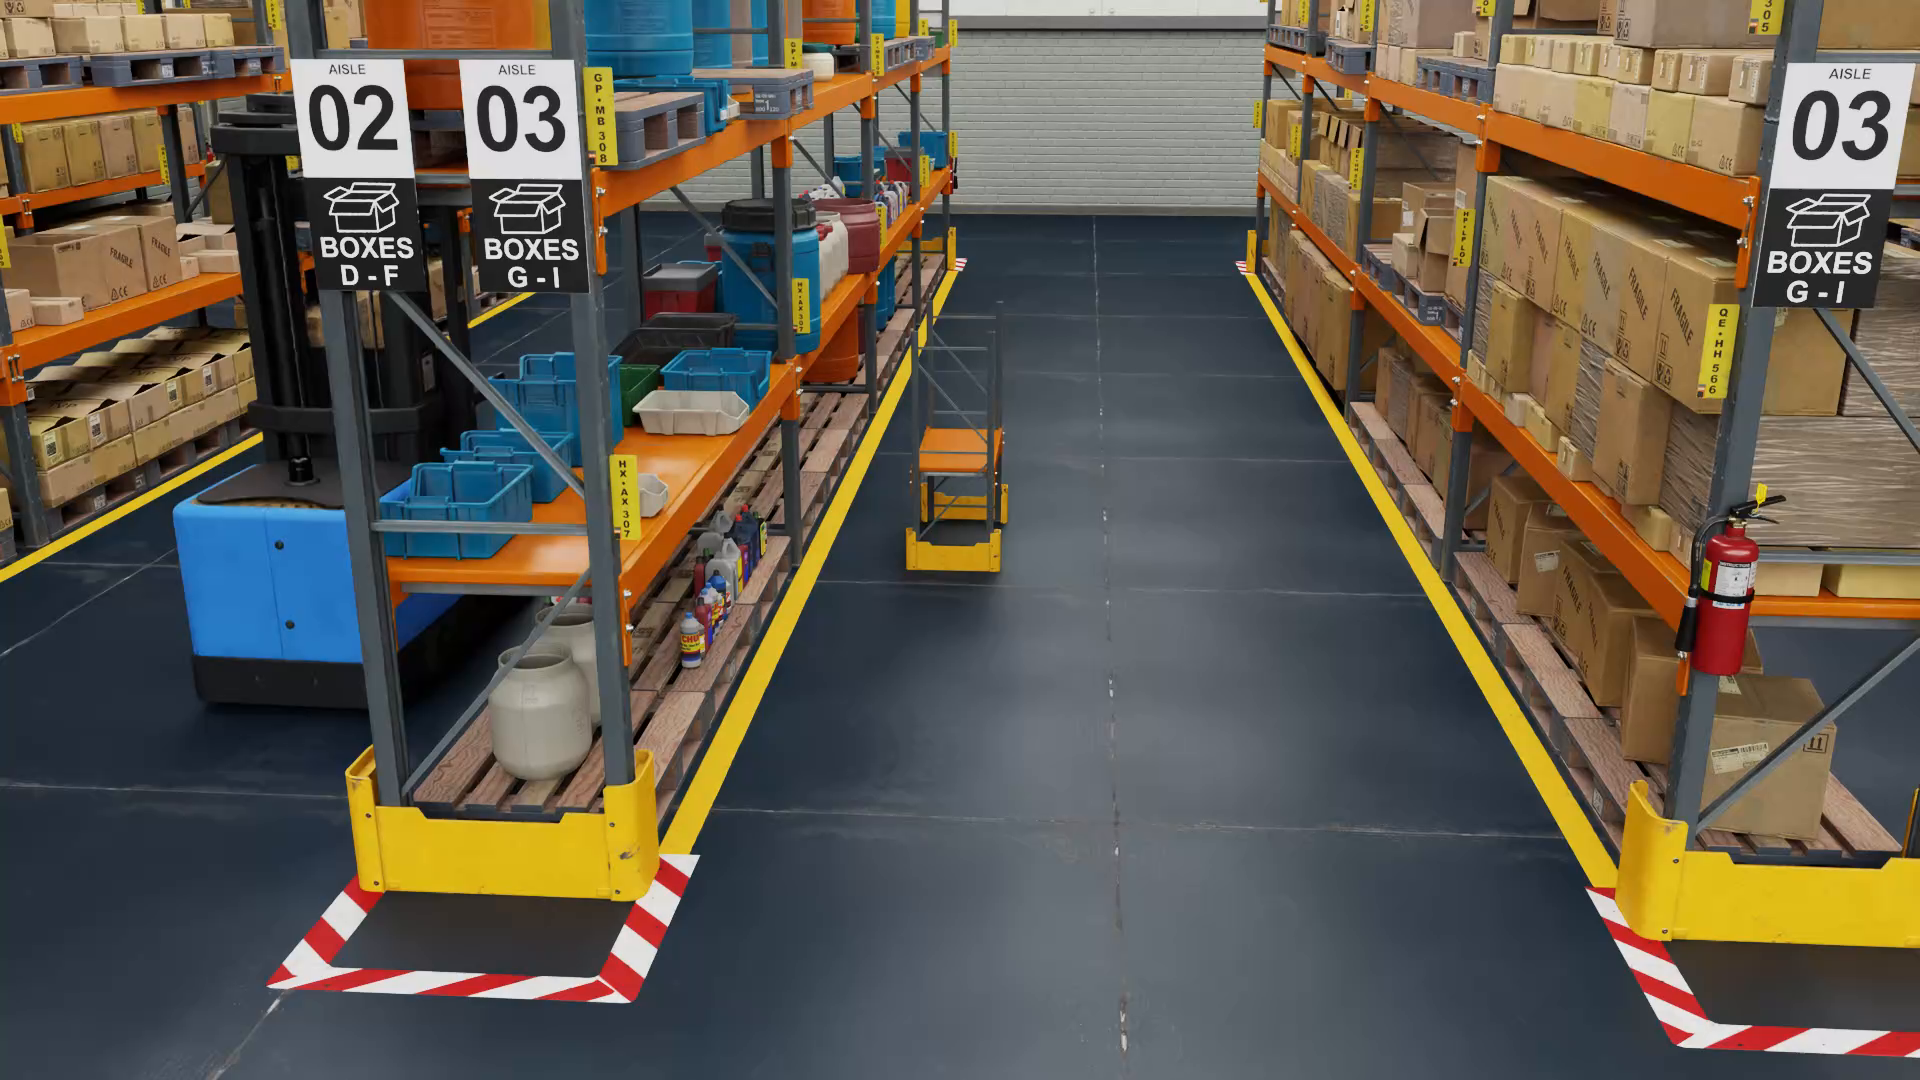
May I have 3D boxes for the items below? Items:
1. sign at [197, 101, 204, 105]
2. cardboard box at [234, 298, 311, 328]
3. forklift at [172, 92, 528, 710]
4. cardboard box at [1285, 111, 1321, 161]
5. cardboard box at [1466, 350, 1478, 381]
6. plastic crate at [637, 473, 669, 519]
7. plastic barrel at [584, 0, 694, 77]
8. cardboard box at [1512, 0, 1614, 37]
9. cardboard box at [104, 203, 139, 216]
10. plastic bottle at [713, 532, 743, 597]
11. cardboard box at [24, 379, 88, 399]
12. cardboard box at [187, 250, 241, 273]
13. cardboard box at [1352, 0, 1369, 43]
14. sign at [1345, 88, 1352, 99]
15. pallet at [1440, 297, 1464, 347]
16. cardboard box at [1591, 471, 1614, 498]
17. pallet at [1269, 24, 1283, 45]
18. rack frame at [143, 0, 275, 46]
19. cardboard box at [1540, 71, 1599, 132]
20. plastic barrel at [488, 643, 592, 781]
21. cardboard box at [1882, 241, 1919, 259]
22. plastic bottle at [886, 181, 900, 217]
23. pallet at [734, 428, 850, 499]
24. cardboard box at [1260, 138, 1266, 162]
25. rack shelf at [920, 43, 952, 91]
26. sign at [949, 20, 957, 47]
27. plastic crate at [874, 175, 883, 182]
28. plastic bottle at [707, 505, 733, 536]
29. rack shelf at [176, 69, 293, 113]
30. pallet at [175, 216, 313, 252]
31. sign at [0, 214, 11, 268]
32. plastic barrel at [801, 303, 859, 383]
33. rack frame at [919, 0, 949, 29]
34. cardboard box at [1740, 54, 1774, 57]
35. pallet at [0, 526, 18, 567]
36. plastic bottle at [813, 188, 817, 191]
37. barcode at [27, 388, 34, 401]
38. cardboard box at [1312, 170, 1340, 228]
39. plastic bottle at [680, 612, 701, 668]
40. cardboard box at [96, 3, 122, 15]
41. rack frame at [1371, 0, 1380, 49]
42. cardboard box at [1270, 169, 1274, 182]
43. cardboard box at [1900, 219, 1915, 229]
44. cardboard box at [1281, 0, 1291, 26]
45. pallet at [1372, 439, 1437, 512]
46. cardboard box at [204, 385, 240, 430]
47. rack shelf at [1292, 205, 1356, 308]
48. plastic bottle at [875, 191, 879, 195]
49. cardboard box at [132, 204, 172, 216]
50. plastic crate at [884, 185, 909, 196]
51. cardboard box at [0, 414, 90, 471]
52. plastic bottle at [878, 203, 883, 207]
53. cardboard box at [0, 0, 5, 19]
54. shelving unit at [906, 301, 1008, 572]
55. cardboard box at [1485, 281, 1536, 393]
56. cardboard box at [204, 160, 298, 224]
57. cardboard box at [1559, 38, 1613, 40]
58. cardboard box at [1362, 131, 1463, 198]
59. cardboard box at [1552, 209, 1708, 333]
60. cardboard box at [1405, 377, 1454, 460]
[{"bbox_3d":[-9.978,-5.876,21.797,0.100,0.325,0.005,1,18,4],"label":"sign"},{"bbox_3d":[-6.318,-1.952,15.371,0.500,0.500,0.500,2,18,6],"label":"cardboard box"},{"bbox_3d":[-3.137,-0.975,9.193,1.130,2.935,3.031,2,18,6],"label":"forklift"},{"bbox_3d":[3.823,-4.386,18.049,0.500,0.500,0.500,1,18,4],"label":"cardboard box"},{"bbox_3d":[3.128,-0.991,9.534,0.380,0.149,0.250,1,18,4],"label":"cardboard box"},{"bbox_3d":[-1.399,-0.184,7.091,0.298,0.136,0.250,1,18,4],"label":"plastic crate"},{"bbox_3d":[-1.675,-2.838,8.469,0.600,0.901,0.708,1,18,4],"label":"plastic barrel"},{"bbox_3d":[3.576,-2.988,9.568,0.797,0.503,0.637,0,18,1],"label":"cardboard box"},{"bbox_3d":[-10.695,-4.215,21.269,0.380,0.149,0.250,1,18,4],"label":"cardboard box"},{"bbox_3d":[-1.292,0.135,9.241,0.144,0.351,0.185,1,18,4],"label":"plastic bottle"},{"bbox_3d":[-6.625,-1.001,12.002,0.500,0.311,0.500,1,18,4],"label":"cardboard box"},{"bbox_3d":[-5.939,-2.230,13.316,0.380,0.149,0.250,1,18,4],"label":"cardboard box"},{"bbox_3d":[3.676,-4.546,14.328,0.500,0.500,0.500,2,18,7],"label":"cardboard box"},{"bbox_3d":[4.844,-5.544,20.785,0.100,0.325,0.005,1,18,4],"label":"sign"},{"bbox_3d":[3.643,-1.313,10.422,1.003,0.211,1.213,1,18,4],"label":"pallet"},{"bbox_3d":[3.044,-0.291,7.396,0.380,0.149,0.250,1,18,4],"label":"cardboard box"},{"bbox_3d":[4.261,-6.050,19.895,1.003,0.211,1.213,1,18,4],"label":"pallet"},{"bbox_3d":[-6.150,-5.486,13.214,1.000,3.000,0.127,1,18,4],"label":"rack frame"},{"bbox_3d":[3.077,-2.072,7.853,0.500,0.250,0.500,1,18,2],"label":"cardboard box"},{"bbox_3d":[-1.813,0.738,7.175,0.421,0.512,0.421,0,18,0],"label":"plastic barrel"},{"bbox_3d":[3.511,-0.912,6.645,0.500,0.500,0.500,1,18,4],"label":"cardboard box"},{"bbox_3d":[-0.676,-3.392,16.537,0.144,0.351,0.185,1,18,4],"label":"plastic bottle"},{"bbox_3d":[-1.394,-0.581,12.356,1.003,0.211,1.213,1,18,4],"label":"pallet"},{"bbox_3d":[4.000,-4.824,20.592,0.500,0.250,0.500,1,18,2],"label":"cardboard box"},{"bbox_3d":[-0.780,-5.470,19.139,1.077,0.370,4.000,1,18,4],"label":"rack shelf"},{"bbox_3d":[-0.087,-6.376,20.917,0.100,0.325,0.005,1,18,4],"label":"sign"},{"bbox_3d":[-1.111,-4.017,18.711,0.437,0.125,0.590,1,18,4],"label":"plastic crate"},{"bbox_3d":[-1.399,-0.028,9.739,0.144,0.351,0.185,1,18,4],"label":"plastic bottle"},{"bbox_3d":[-6.007,-4.340,15.688,1.077,0.370,4.000,1,18,4],"label":"rack shelf"},{"bbox_3d":[-6.172,-2.756,14.825,1.213,0.211,1.003,1,18,4],"label":"pallet"},{"bbox_3d":[-5.883,-1.830,10.173,0.100,0.325,0.005,1,18,4],"label":"sign"},{"bbox_3d":[-1.192,-1.844,14.544,0.600,0.830,0.708,1,18,4],"label":"plastic barrel"},{"bbox_3d":[-0.637,-7.859,20.455,1.000,3.000,0.127,1,18,4],"label":"rack frame"},{"bbox_3d":[3.001,-1.643,5.904,0.380,0.149,0.250,1,18,2],"label":"cardboard box"},{"bbox_3d":[-6.536,0.178,10.040,1.003,0.211,1.213,1,18,4],"label":"pallet"},{"bbox_3d":[-1.439,-3.330,16.456,0.061,0.283,0.133,1,18,4],"label":"plastic bottle"},{"bbox_3d":[-6.004,-0.940,10.741,0.001,0.075,0.075,1,18,4],"label":"barcode"},{"bbox_3d":[3.663,-3.254,15.875,0.500,0.500,0.500,1,18,3],"label":"cardboard box"},{"bbox_3d":[-1.343,0.493,8.278,0.097,0.271,0.097,0,18,0],"label":"plastic bottle"},{"bbox_3d":[-10.375,-6.274,19.840,0.500,0.250,0.500,1,18,2],"label":"cardboard box"},{"bbox_3d":[3.730,-5.264,12.535,1.000,3.000,0.127,1,18,4],"label":"rack frame"},{"bbox_3d":[3.859,-4.276,19.558,0.380,0.149,0.250,1,18,3],"label":"cardboard box"},{"bbox_3d":[8.306,-2.749,14.223,0.380,0.149,0.250,1,18,3],"label":"cardboard box"},{"bbox_3d":[4.159,-6.283,19.467,0.700,0.500,0.500,1,18,2],"label":"cardboard box"},{"bbox_3d":[3.583,-0.467,12.010,1.003,0.211,1.213,1,18,4],"label":"pallet"},{"bbox_3d":[-6.017,-1.043,13.030,0.500,0.250,0.500,2,18,5],"label":"cardboard box"},{"bbox_3d":[3.874,-2.692,15.477,1.077,0.370,4.000,1,18,4],"label":"rack shelf"},{"bbox_3d":[-0.817,-3.302,16.389,0.097,0.271,0.097,0,18,0],"label":"plastic bottle"},{"bbox_3d":[-10.314,-4.206,21.240,0.380,0.149,0.250,2,18,5],"label":"cardboard box"},{"bbox_3d":[-0.747,-3.810,18.061,0.396,0.136,0.243,1,18,4],"label":"plastic crate"},{"bbox_3d":[-6.159,-0.675,11.007,0.500,0.311,0.500,1,18,4],"label":"cardboard box"},{"bbox_3d":[-0.738,-2.983,15.418,0.097,0.271,0.097,0,18,0],"label":"plastic bottle"},{"bbox_3d":[-6.354,-3.494,10.312,0.500,0.500,0.500,2,18,5],"label":"cardboard box"},{"bbox_3d":[-0.005,-0.689,10.617,0.587,1.500,1.083,1,18,4],"label":"shelving unit"},{"bbox_3d":[3.278,-1.066,8.722,0.875,0.500,0.500,1,18,4],"label":"cardboard box"},{"bbox_3d":[-6.218,-3.080,14.671,0.700,0.500,0.500,-5,19,-15],"label":"cardboard box"},{"bbox_3d":[3.146,-2.375,8.136,0.380,0.149,0.250,2,18,6],"label":"cardboard box"},{"bbox_3d":[3.799,-3.164,13.989,0.797,0.503,0.637,2,18,6],"label":"cardboard box"},{"bbox_3d":[3.062,-1.234,7.629,0.500,0.500,0.500,1,18,4],"label":"cardboard box"},{"bbox_3d":[3.641,-0.877,12.089,0.700,0.500,0.500,3,18,9],"label":"cardboard box"}]
